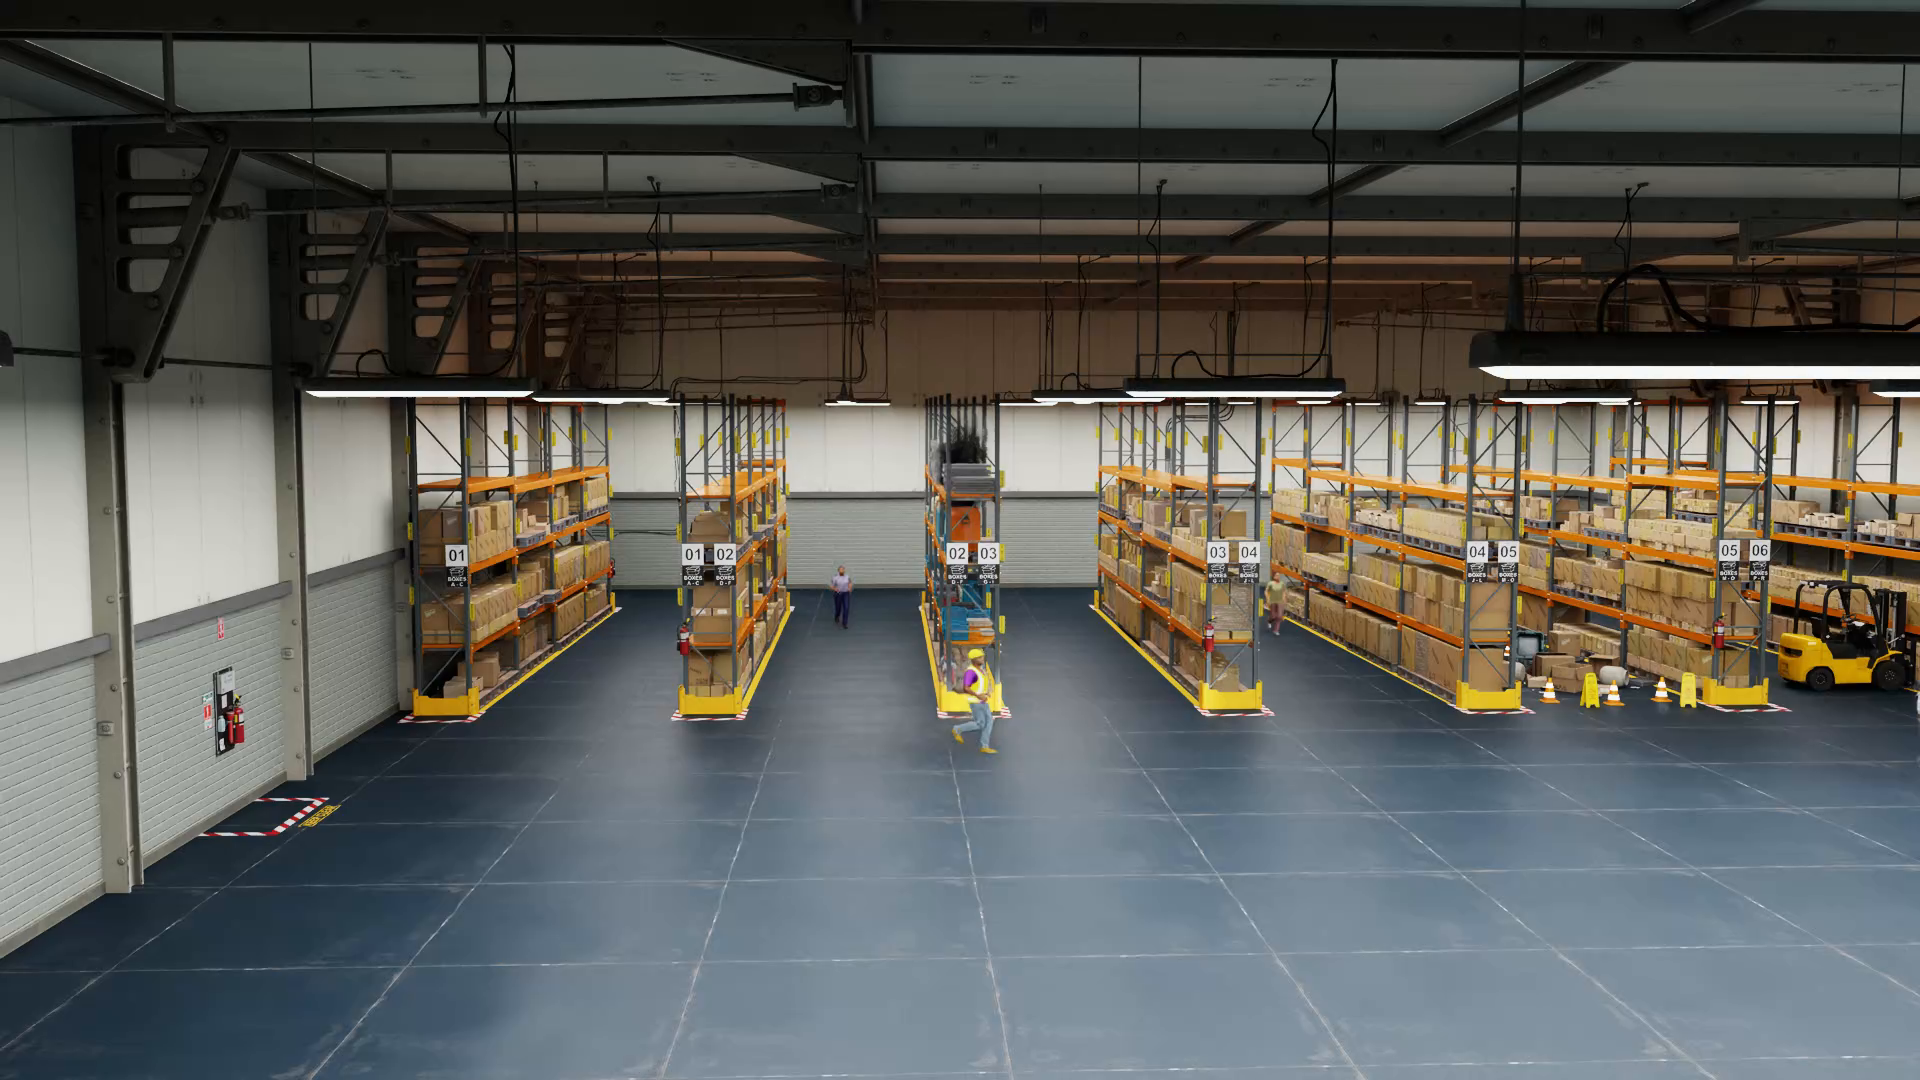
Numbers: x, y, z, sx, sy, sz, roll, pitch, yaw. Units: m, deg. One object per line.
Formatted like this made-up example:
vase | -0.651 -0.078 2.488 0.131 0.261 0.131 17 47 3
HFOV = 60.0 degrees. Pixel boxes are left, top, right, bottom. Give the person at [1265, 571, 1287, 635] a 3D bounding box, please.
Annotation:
person | 8.009 1.587 42.219 0.571 1.621 0.623 0 5 -5

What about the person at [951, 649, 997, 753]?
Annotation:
person | 0.260 2.675 27.648 0.787 1.735 0.698 2 5 20

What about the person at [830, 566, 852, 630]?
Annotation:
person | -3.085 1.485 43.428 0.607 1.640 0.849 -1 5 -15
